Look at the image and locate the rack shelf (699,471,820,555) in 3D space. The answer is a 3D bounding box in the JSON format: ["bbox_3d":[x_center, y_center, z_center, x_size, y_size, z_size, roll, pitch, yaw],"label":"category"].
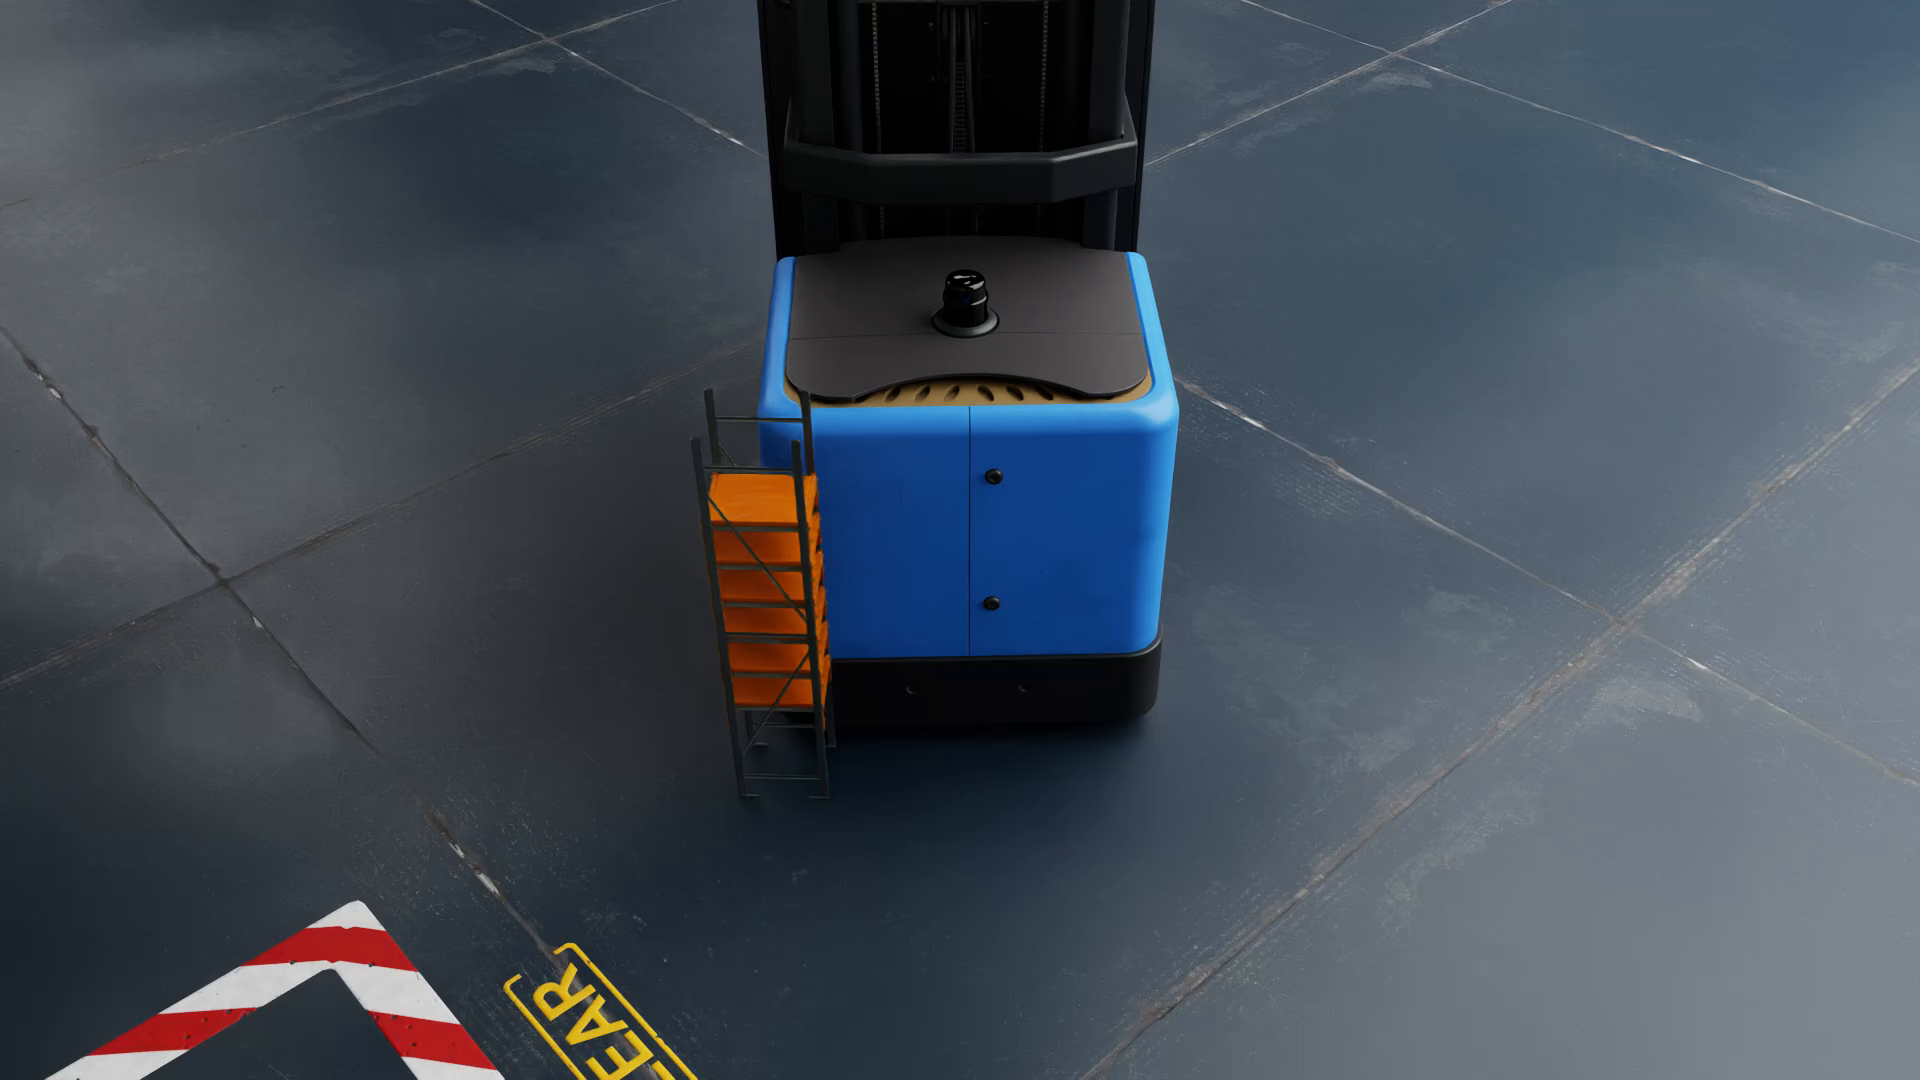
[{"bbox_3d":[-0.465,-0.065,3.890,0.258,0.103,0.180,1,41,2],"label":"rack shelf"}]

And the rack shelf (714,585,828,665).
[{"bbox_3d":[-0.465,0.206,4.126,0.258,0.103,0.180,1,41,2],"label":"rack shelf"}]

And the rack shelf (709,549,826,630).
[{"bbox_3d":[-0.465,0.116,4.047,0.258,0.103,0.180,1,41,2],"label":"rack shelf"}]

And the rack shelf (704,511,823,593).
[{"bbox_3d":[-0.465,0.025,3.968,0.258,0.103,0.180,1,41,2],"label":"rack shelf"}]

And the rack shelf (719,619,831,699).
[{"bbox_3d":[-0.464,0.297,4.205,0.258,0.103,0.180,1,41,2],"label":"rack shelf"}]

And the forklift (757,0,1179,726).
[{"bbox_3d":[-0.017,-1.534,4.837,1.130,2.935,3.031,-1,39,-1],"label":"forklift"}]

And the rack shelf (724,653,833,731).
[{"bbox_3d":[-0.464,0.387,4.284,0.258,0.103,0.180,1,41,2],"label":"rack shelf"}]

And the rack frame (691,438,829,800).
[{"bbox_3d":[-0.468,0.233,4.028,0.240,1.200,0.006,1,41,2],"label":"rack frame"}]

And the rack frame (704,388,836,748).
[{"bbox_3d":[-0.461,0.113,4.166,0.240,1.200,0.006,1,41,2],"label":"rack frame"}]

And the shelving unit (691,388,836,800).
[{"bbox_3d":[-0.465,0.173,4.097,0.258,1.200,0.189,1,41,2],"label":"shelving unit"}]
